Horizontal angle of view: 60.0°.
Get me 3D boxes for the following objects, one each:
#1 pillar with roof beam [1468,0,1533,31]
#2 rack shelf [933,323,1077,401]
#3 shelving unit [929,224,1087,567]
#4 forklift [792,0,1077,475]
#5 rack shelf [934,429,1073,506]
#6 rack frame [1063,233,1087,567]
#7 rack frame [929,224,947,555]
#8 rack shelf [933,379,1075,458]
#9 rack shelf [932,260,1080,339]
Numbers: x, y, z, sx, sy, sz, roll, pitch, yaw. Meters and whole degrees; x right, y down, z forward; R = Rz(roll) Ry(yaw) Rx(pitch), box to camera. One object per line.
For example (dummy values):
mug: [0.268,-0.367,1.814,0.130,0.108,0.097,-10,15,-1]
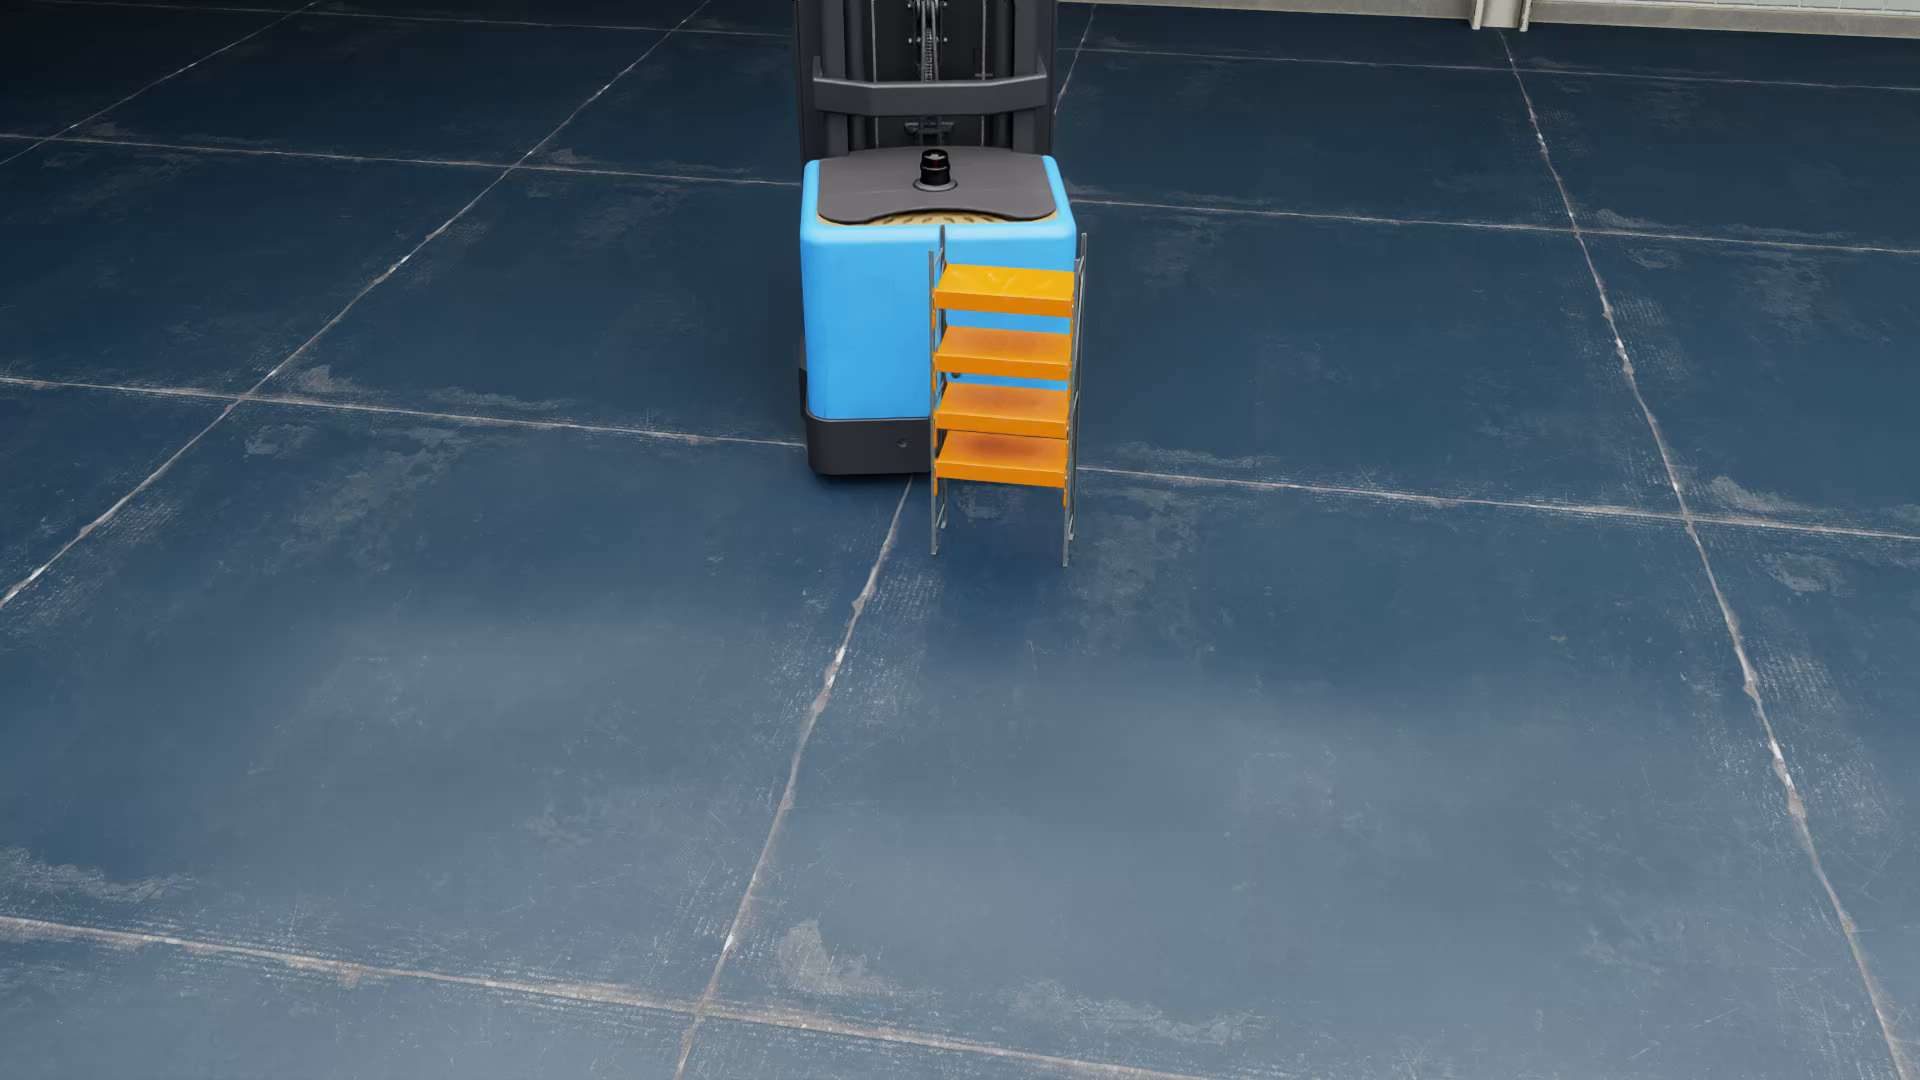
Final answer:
pillar with roof beam: [3.277,-5.400,6.396,0.400,9.000,9.100,5,32,8]
rack shelf: [0.163,-0.626,5.825,0.480,0.148,0.258,5,32,8]
shelving unit: [0.163,-0.494,5.908,0.503,1.200,0.258,5,32,8]
forklift: [-0.157,-2.250,7.082,1.130,2.935,3.031,-2,32,-3]
rack shelf: [0.163,-0.268,6.049,0.480,0.148,0.258,5,32,8]
rack frame: [0.404,-0.472,5.873,0.015,1.200,0.240,5,32,8]
rack frame: [-0.077,-0.516,5.943,0.015,1.200,0.240,5,32,8]
rack shelf: [0.163,-0.437,5.944,0.480,0.148,0.258,5,32,8]
rack shelf: [0.163,-0.827,5.700,0.480,0.148,0.258,5,32,8]
